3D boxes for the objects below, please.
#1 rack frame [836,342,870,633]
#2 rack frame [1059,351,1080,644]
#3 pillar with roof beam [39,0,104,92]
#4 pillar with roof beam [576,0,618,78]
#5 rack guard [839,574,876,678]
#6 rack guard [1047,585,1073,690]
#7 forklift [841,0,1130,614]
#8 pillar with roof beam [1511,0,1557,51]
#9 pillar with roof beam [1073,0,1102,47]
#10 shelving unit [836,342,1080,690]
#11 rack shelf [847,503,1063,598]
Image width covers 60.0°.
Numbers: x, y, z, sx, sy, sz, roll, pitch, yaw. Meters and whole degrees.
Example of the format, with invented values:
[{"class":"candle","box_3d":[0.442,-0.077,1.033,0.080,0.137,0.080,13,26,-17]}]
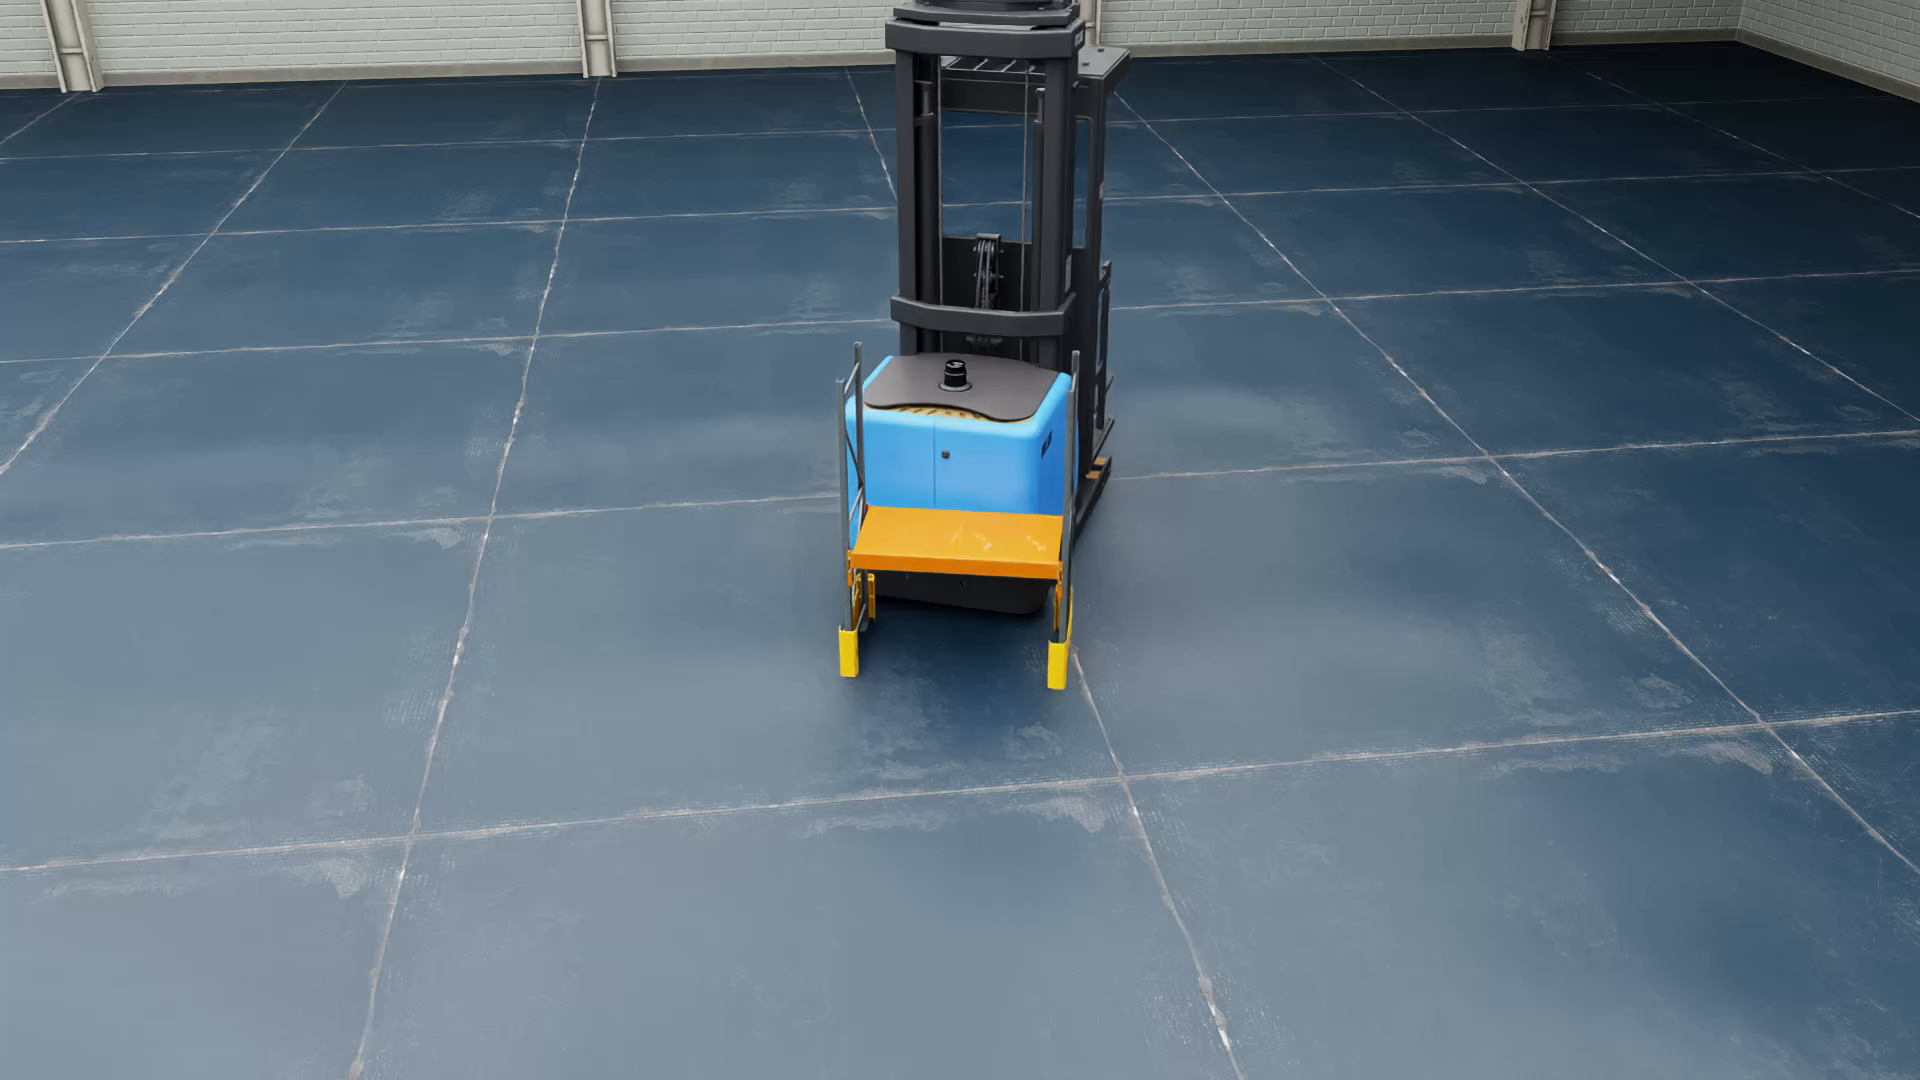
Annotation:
[{"class":"rack frame","box_3d":[-0.503,-0.143,7.885,0.032,1.500,0.500,3,27,6]},{"class":"rack frame","box_3d":[0.507,-0.090,7.783,0.032,1.500,0.500,3,27,6]},{"class":"pillar with roof beam","box_3d":[-9.741,-7.376,13.769,0.400,9.000,9.100,-4,27,-7]},{"class":"pillar with roof beam","box_3d":[-3.799,-7.758,14.512,0.400,9.000,9.100,-4,27,-7]},{"class":"rack guard","box_3d":[-0.502,0.413,8.170,0.087,0.250,0.587,3,27,6]},{"class":"rack guard","box_3d":[0.488,0.465,8.070,0.087,0.250,0.587,3,27,6]},{"class":"forklift","box_3d":[0.276,-1.585,9.128,1.130,2.935,3.031,7,28,14]},{"class":"pillar with roof beam","box_3d":[8.084,-8.521,16.000,0.400,9.000,9.100,-4,27,-7]},{"class":"pillar with roof beam","box_3d":[2.142,-8.140,15.256,0.400,9.000,9.100,-4,27,-7]},{"class":"shelving unit","box_3d":[-0.007,-0.117,7.835,1.083,1.500,0.587,3,27,6]},{"class":"rack shelf","box_3d":[0.002,0.044,7.916,1.000,0.185,0.538,3,27,6]}]
